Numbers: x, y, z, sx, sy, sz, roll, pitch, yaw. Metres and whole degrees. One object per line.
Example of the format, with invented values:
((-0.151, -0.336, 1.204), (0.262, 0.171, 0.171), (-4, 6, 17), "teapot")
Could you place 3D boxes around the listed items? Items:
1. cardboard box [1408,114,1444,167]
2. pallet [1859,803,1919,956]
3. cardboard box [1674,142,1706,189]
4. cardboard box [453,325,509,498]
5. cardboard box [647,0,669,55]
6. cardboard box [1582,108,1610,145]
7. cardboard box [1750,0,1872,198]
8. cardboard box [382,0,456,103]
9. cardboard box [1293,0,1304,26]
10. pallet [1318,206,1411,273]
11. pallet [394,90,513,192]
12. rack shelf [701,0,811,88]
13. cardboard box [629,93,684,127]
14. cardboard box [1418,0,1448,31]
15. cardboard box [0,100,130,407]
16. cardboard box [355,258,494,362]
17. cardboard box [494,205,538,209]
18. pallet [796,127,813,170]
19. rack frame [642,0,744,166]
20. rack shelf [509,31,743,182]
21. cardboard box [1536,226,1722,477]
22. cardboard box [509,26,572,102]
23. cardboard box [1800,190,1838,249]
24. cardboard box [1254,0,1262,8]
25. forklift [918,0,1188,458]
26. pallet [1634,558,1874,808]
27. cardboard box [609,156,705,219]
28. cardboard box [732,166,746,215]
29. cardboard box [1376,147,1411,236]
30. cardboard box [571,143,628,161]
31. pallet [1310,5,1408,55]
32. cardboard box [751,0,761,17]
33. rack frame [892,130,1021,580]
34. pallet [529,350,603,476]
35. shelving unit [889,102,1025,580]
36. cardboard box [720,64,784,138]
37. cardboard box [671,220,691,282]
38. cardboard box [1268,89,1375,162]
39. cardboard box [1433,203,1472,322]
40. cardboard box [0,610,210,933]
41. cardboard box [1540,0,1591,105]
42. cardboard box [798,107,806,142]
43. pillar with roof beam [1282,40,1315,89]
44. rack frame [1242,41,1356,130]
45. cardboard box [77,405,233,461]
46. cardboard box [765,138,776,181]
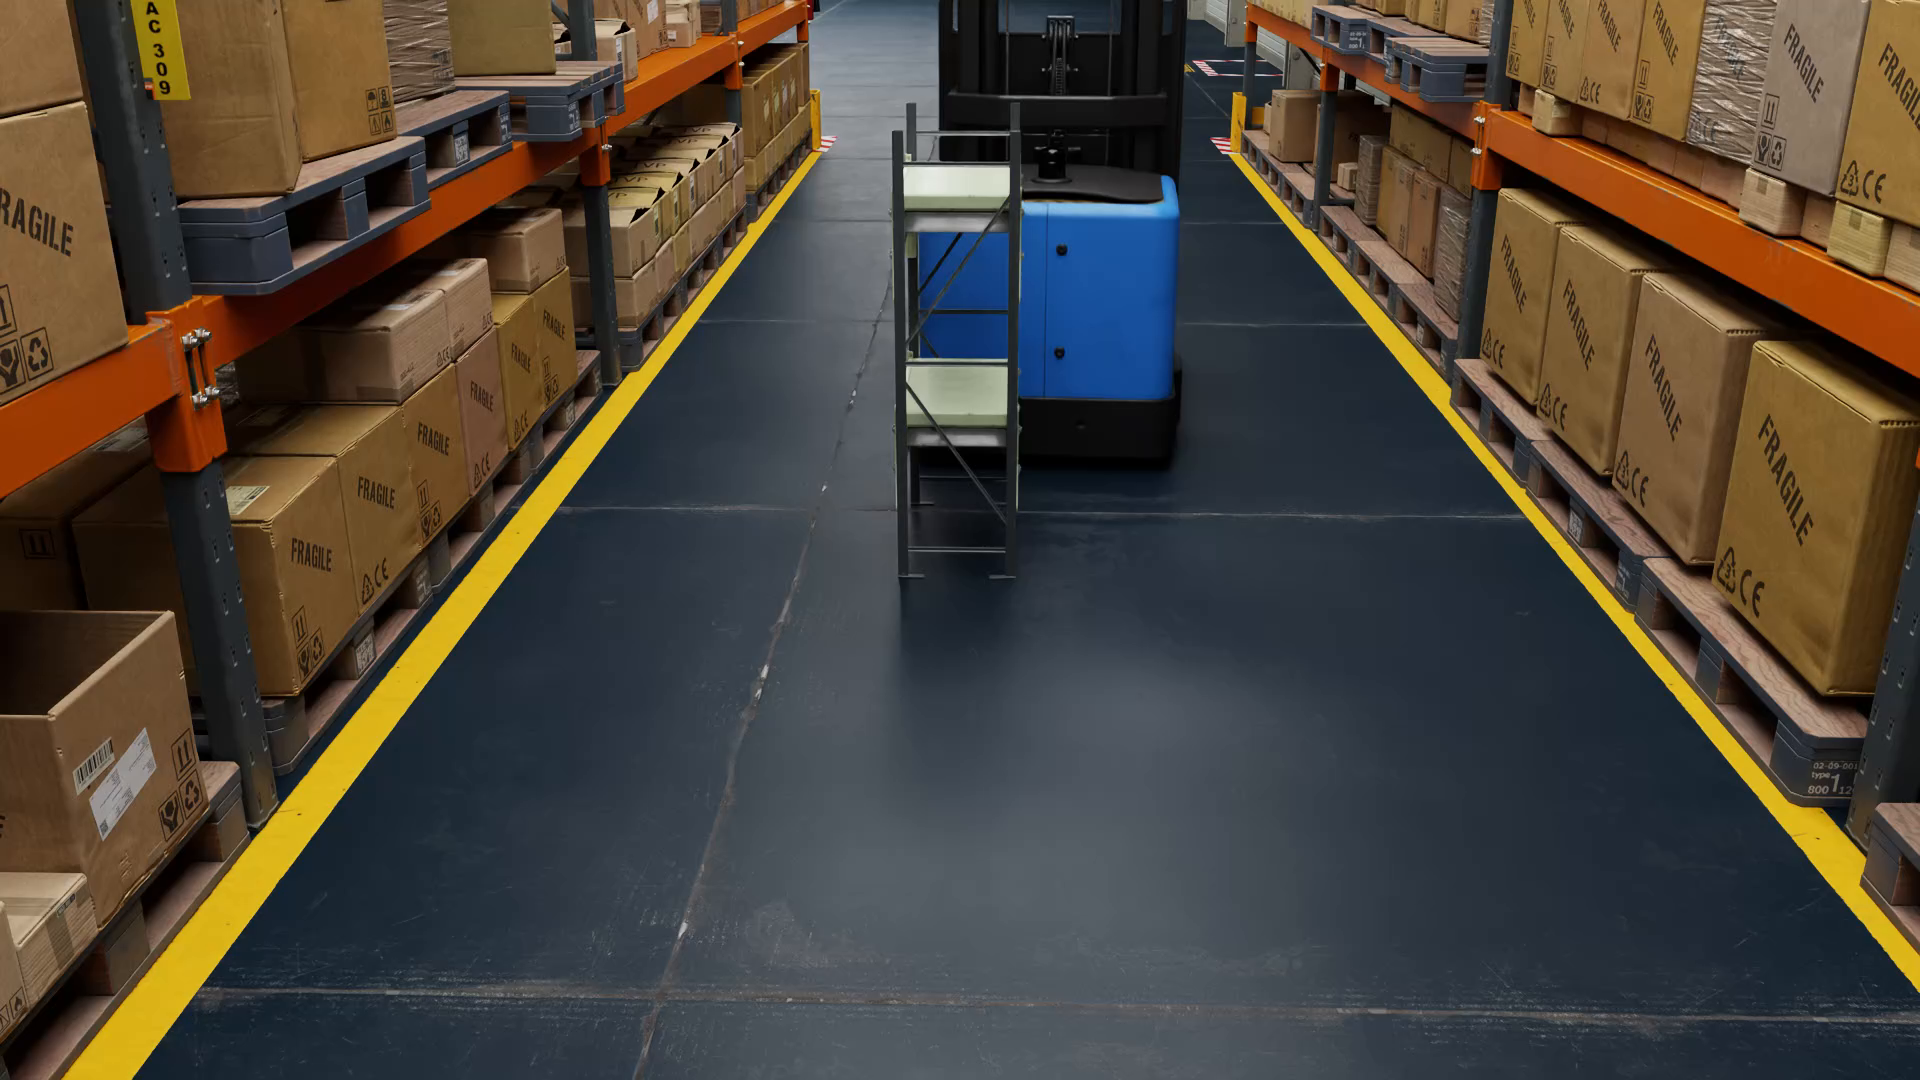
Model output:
((2.921, -2.312, 9.652), (0.500, 0.250, 0.500), (0, 21, 0), "cardboard box")
((2.605, 0.930, 3.340), (1.003, 0.211, 1.213), (1, 21, 2), "pallet")
((2.535, -1.216, 5.337), (0.380, 0.149, 0.250), (1, 21, 3), "cardboard box")
((-1.944, -0.466, 5.930), (0.500, 0.500, 0.500), (0, 21, 0), "cardboard box")
((-2.058, -3.168, 9.910), (0.500, 0.500, 0.500), (2, 21, 6), "cardboard box")
((2.593, -1.588, 6.294), (0.380, 0.149, 0.250), (0, 21, 1), "cardboard box")
((2.474, -1.193, 4.380), (0.500, 0.500, 0.500), (1, 21, 2), "cardboard box")
((-2.249, -1.828, 5.876), (0.700, 0.500, 0.500), (5, 22, 12), "cardboard box")
((2.684, -3.831, 11.935), (0.500, 0.250, 0.500), (1, 21, 2), "cardboard box")
((2.927, -1.955, 10.776), (1.003, 0.211, 1.213), (1, 21, 2), "pallet")
((-2.179, -1.351, 5.629), (1.003, 0.211, 1.213), (1, 21, 2), "pallet")
((-1.942, -3.978, 13.128), (1.077, 0.370, 4.000), (1, 21, 2), "rack shelf")
((-2.180, -3.204, 12.324), (0.500, 0.500, 0.500), (1, 21, 2), "cardboard box")
((2.847, -2.963, 8.772), (0.700, 0.500, 0.500), (1, 21, 2), "cardboard box")
((-2.004, -0.560, 3.188), (0.500, 0.500, 0.500), (1, 21, 3), "cardboard box")
((-1.942, -0.802, 5.759), (0.500, 0.250, 0.500), (0, 21, 1), "cardboard box")
((-2.354, -1.511, 8.222), (0.500, 0.311, 0.500), (1, 21, 3), "cardboard box")
((-1.862, -3.459, 14.652), (1.003, 0.211, 1.213), (1, 21, 2), "pallet")
((-2.002, -3.590, 11.134), (1.000, 3.000, 0.127), (1, 21, 2), "rack frame")
((-2.063, -2.531, 9.401), (1.077, 0.370, 4.000), (1, 21, 2), "rack shelf")
((2.641, -0.703, 6.085), (0.750, 0.750, 0.750), (1, 21, 1), "cardboard box")
((-2.069, -2.233, 7.760), (0.500, 0.311, 0.500), (2, 21, 5), "cardboard box")
((2.470, -0.846, 4.383), (0.380, 0.149, 0.250), (1, 21, 3), "cardboard box")
((2.737, -4.561, 13.818), (0.500, 0.250, 0.500), (0, 21, 0), "cardboard box")
((0.472, -2.186, 7.612), (1.130, 2.935, 3.031), (2, 21, 5), "forklift")
((2.654, 0.376, 4.768), (1.003, 0.211, 1.213), (1, 21, 2), "pallet")
((-1.774, -2.065, 9.650), (0.500, 0.311, 0.500), (0, 21, 1), "cardboard box")
((-1.725, -2.351, 11.161), (0.500, 0.250, 0.500), (0, 21, 1), "cardboard box")
((2.978, -2.123, 10.200), (0.700, 0.500, 0.500), (0, 21, 1), "cardboard box")
((-2.299, -2.250, 10.127), (0.500, 0.311, 0.500), (0, 21, 0), "cardboard box")
((2.781, -3.172, 10.324), (1.003, 0.211, 1.213), (1, 21, 2), "pallet")
((-1.952, -4.354, 12.966), (0.700, 0.500, 0.500), (1, 21, 3), "cardboard box")
((-0.011, -0.569, 5.423), (0.400, 1.500, 0.023), (1, 21, 2), "rack frame")
((-2.184, -0.574, 7.216), (1.003, 0.211, 1.213), (1, 21, 2), "pallet")
((0.000, -0.702, 5.764), (0.431, 1.500, 0.755), (1, 21, 2), "shelving unit")
((-1.645, -3.379, 12.775), (0.500, 0.500, 0.500), (1, 21, 2), "cardboard box")
((-1.790, -1.613, 9.261), (0.500, 0.250, 0.500), (0, 21, 0), "cardboard box")
((2.870, -3.303, 13.241), (0.700, 0.500, 0.500), (-1, 21, -2), "cardboard box")
((2.797, -1.391, 8.315), (0.700, 0.500, 0.500), (1, 21, 2), "cardboard box")
((-1.979, 0.472, 3.513), (0.500, 0.500, 0.500), (1, 21, 2), "cardboard box")
((2.532, -1.923, 6.261), (0.500, 0.500, 0.500), (1, 21, 3), "cardboard box")
((-1.605, -3.572, 14.309), (0.500, 0.250, 0.500), (1, 21, 2), "cardboard box")
((-0.206, -9.734, 18.676), (9.100, 9.000, 0.400), (1, 21, 2), "pillar with roof beam")
((3.071, -4.983, 14.724), (1.000, 3.000, 0.127), (1, 21, 2), "rack frame")
((-2.494, -0.097, 4.980), (0.500, 0.500, 0.500), (1, 21, 2), "cardboard box")
((-1.665, -2.849, 12.445), (0.500, 0.250, 0.500), (1, 21, 2), "cardboard box")
